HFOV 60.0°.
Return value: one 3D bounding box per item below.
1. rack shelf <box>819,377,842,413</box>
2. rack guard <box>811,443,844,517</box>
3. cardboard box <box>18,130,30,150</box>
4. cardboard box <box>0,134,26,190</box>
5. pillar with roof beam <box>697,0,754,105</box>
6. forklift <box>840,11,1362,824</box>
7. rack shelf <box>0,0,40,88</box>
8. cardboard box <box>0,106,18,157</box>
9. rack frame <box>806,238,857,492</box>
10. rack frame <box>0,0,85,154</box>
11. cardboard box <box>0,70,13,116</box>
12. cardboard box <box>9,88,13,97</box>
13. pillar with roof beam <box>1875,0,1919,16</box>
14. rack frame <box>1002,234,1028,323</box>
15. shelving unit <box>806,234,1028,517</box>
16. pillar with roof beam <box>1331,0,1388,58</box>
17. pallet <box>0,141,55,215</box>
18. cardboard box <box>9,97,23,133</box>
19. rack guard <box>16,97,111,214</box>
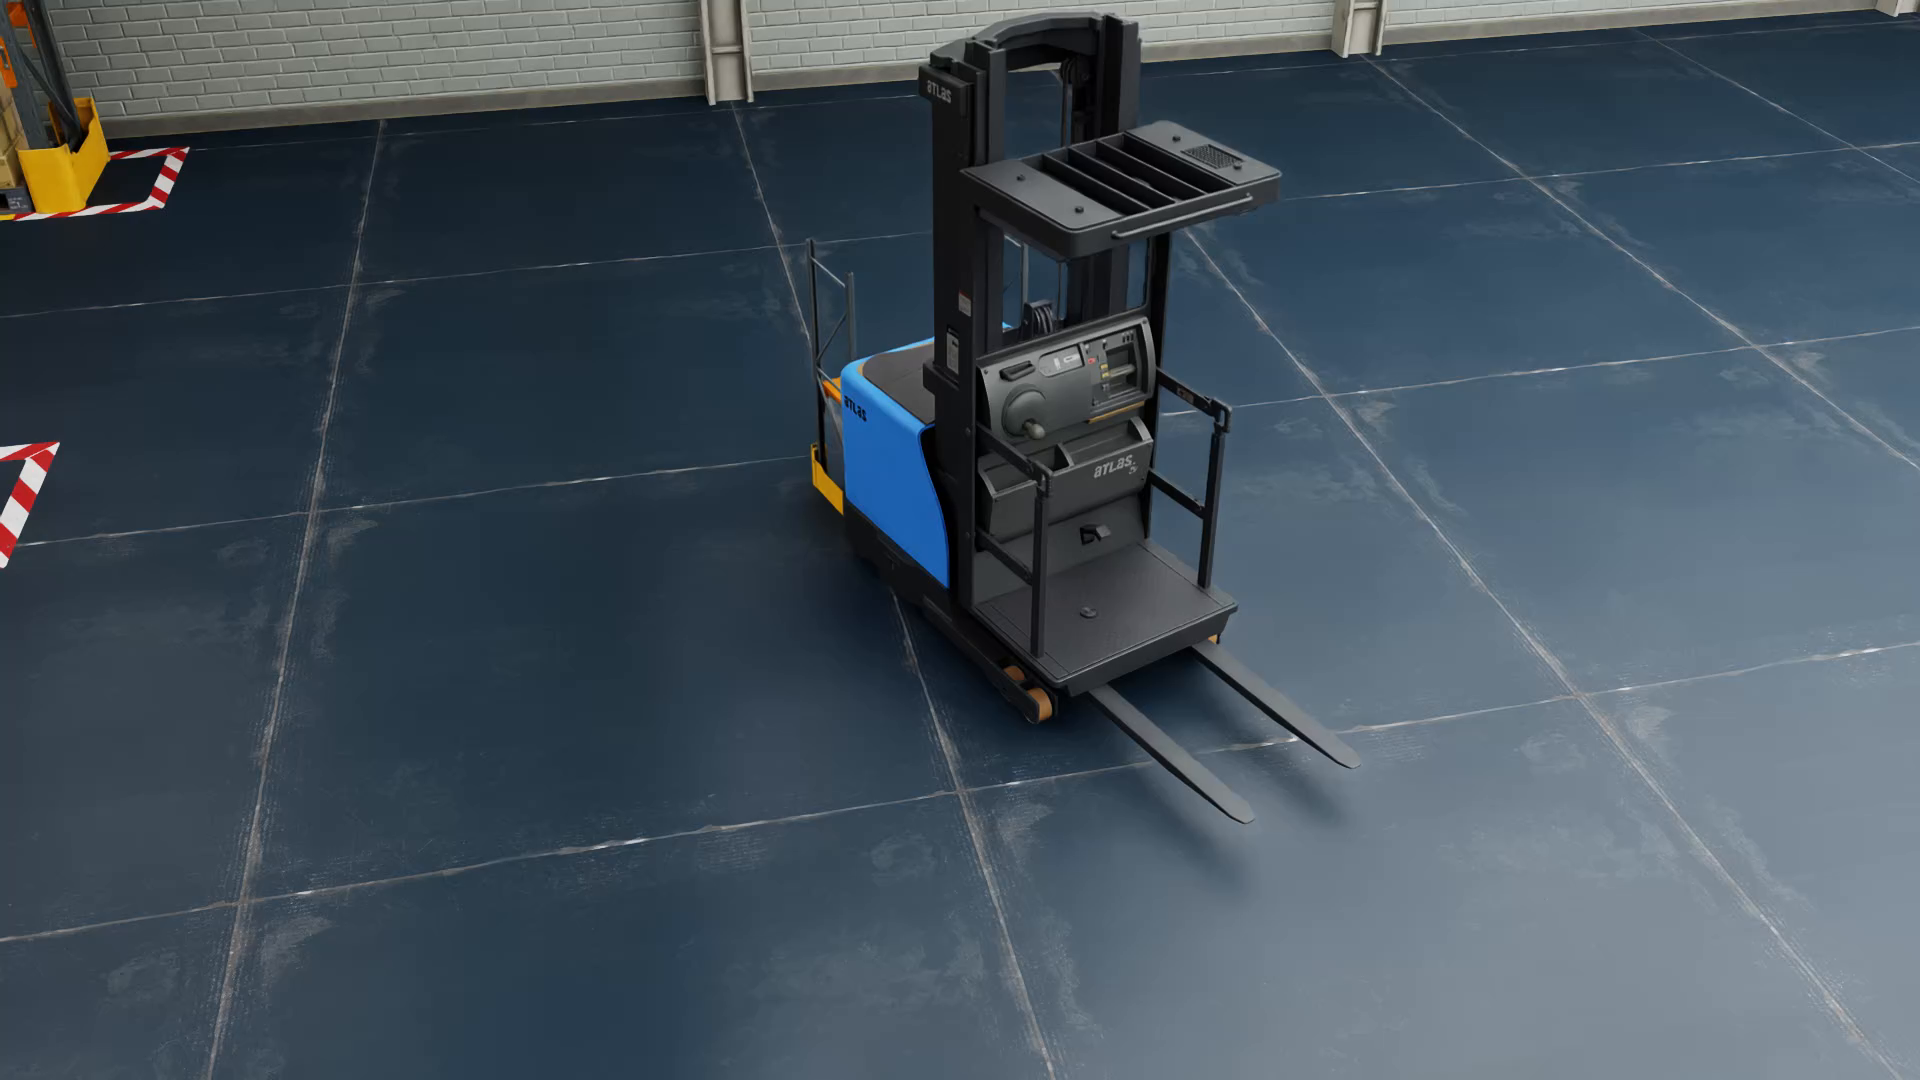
[{"bbox_3d":[-0.221,-0.806,9.152,1.000,0.185,0.538,-17,38,-24],"label":"rack shelf"},{"bbox_3d":[-0.662,-0.298,9.192,0.087,0.250,0.587,-17,38,-24],"label":"rack guard"},{"bbox_3d":[-7.556,-3.136,13.046,0.500,0.250,0.500,-7,35,-10],"label":"cardboard box"},{"bbox_3d":[-7.423,-2.861,12.635,0.500,0.250,0.500,-7,34,-10],"label":"cardboard box"},{"bbox_3d":[-1.110,-5.351,8.871,0.400,9.000,9.100,-7,35,-11],"label":"pillar with roof beam"},{"bbox_3d":[0.613,-0.671,7.343,1.130,2.935,3.031,-20,39,-27],"label":"forklift"},{"bbox_3d":[-8.985,-3.513,12.162,4.000,0.370,1.077,-7,35,-11],"label":"rack shelf"},{"bbox_3d":[-7.440,-3.068,12.496,0.500,0.250,0.500,-8,35,-11],"label":"cardboard box"},{"bbox_3d":[-0.663,-0.816,8.844,0.032,1.500,0.500,-17,38,-24],"label":"rack frame"},{"bbox_3d":[-7.034,-4.058,12.328,0.127,3.000,1.000,-7,35,-11],"label":"rack frame"},{"bbox_3d":[-7.414,-3.280,12.362,0.500,0.250,0.500,-6,34,-9],"label":"cardboard box"},{"bbox_3d":[-7.544,-3.549,12.764,0.500,0.250,0.500,-8,35,-11],"label":"cardboard box"},{"bbox_3d":[10.594,-6.826,11.069,0.400,9.000,9.100,-7,35,-11],"label":"pillar with roof beam"},{"bbox_3d":[0.222,-1.095,9.259,0.032,1.500,0.500,-17,38,-24],"label":"rack frame"},{"bbox_3d":[-0.229,-0.953,9.048,1.083,1.500,0.587,-17,38,-24],"label":"shelving unit"},{"bbox_3d":[4.742,-6.089,9.970,0.400,9.000,9.100,-7,35,-11],"label":"pillar with roof beam"},{"bbox_3d":[-7.771,-2.783,12.931,1.213,0.211,1.003,-7,35,-11],"label":"pallet"},{"bbox_3d":[-7.538,-3.353,12.920,0.500,0.250,0.500,-7,34,-10],"label":"cardboard box"},{"bbox_3d":[-7.011,-3.023,13.029,0.348,0.500,1.175,-7,35,-11],"label":"rack guard"}]
